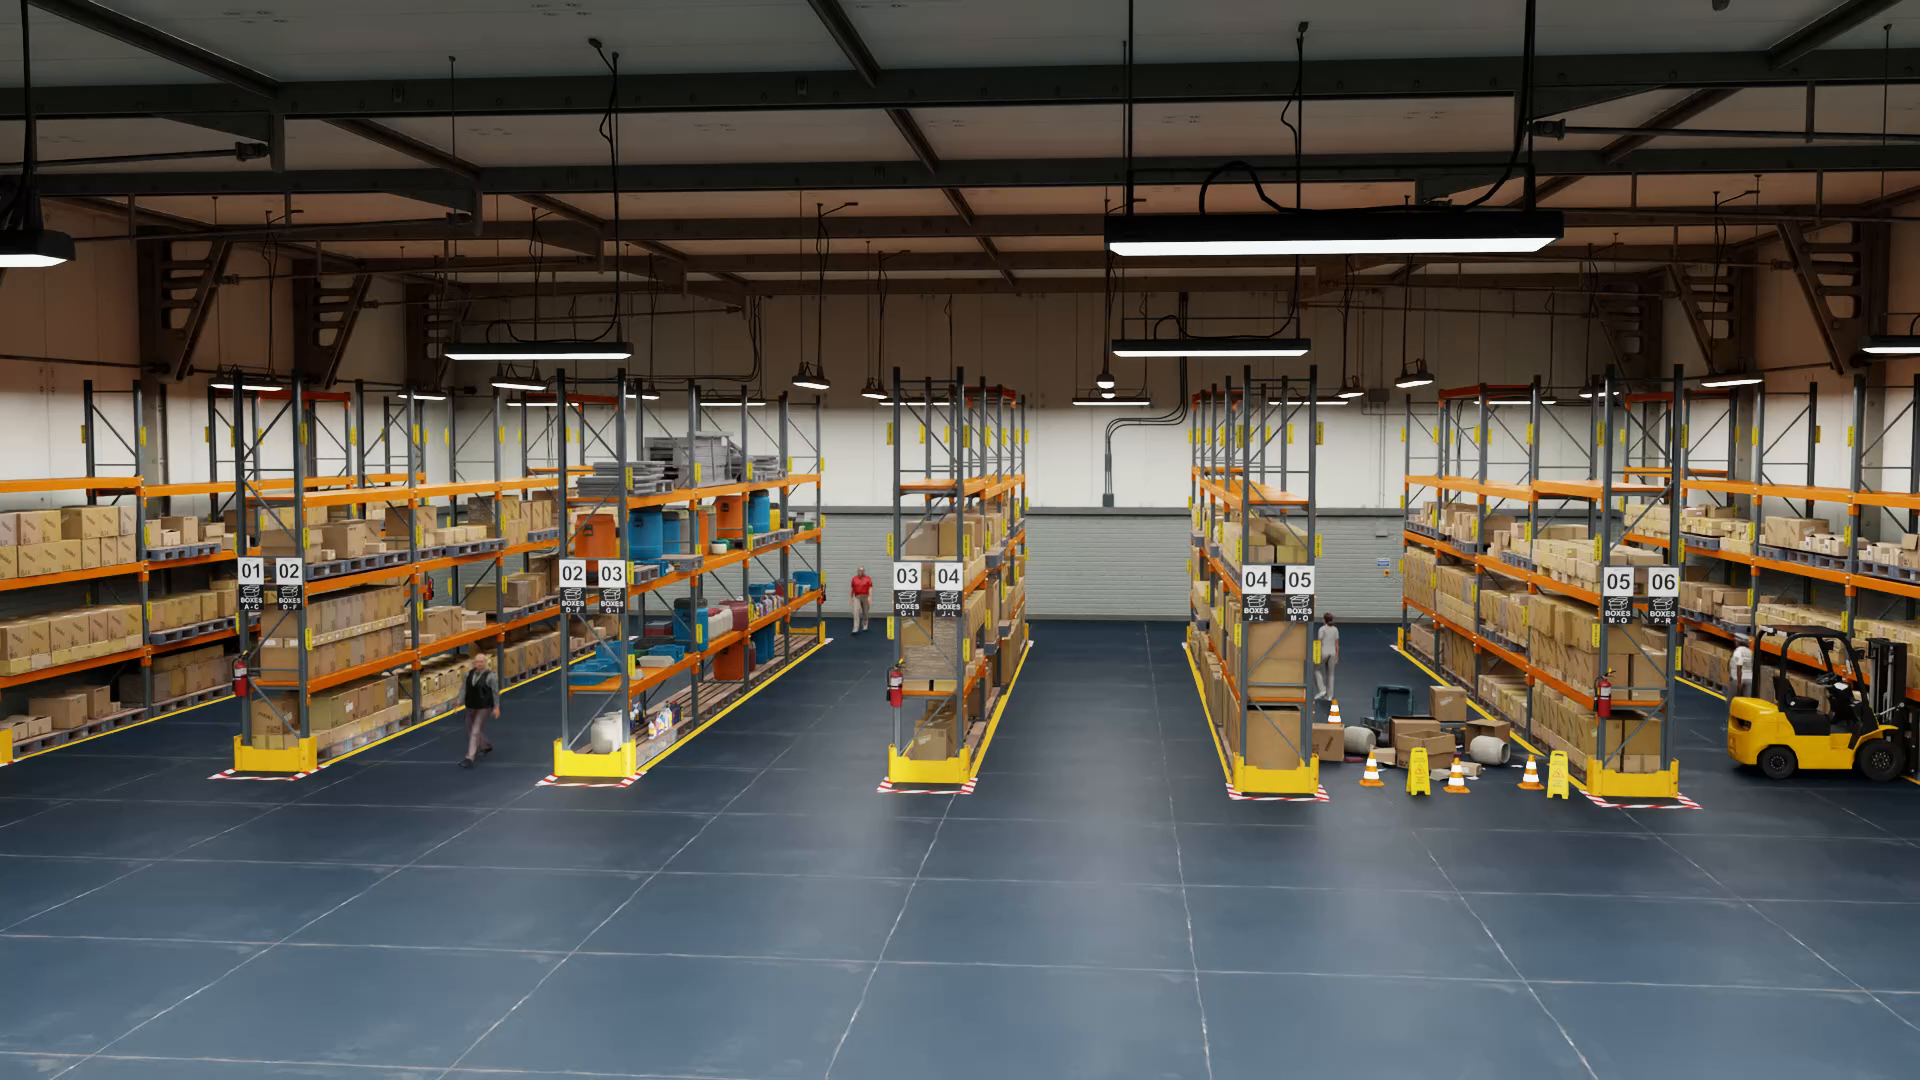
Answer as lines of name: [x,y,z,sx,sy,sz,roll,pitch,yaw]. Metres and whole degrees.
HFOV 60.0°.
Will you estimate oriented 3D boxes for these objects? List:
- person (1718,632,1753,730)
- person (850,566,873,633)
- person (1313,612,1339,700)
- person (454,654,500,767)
person: [13.273,2.432,28.232,0.451,1.712,0.687,0,4,-8]
person: [-2.521,1.509,42.382,0.590,1.656,1.062,0,4,-4]
person: [6.963,2.208,31.555,0.468,1.678,0.429,-1,4,-13]
person: [-7.384,2.584,25.458,0.612,1.685,0.936,1,4,14]
